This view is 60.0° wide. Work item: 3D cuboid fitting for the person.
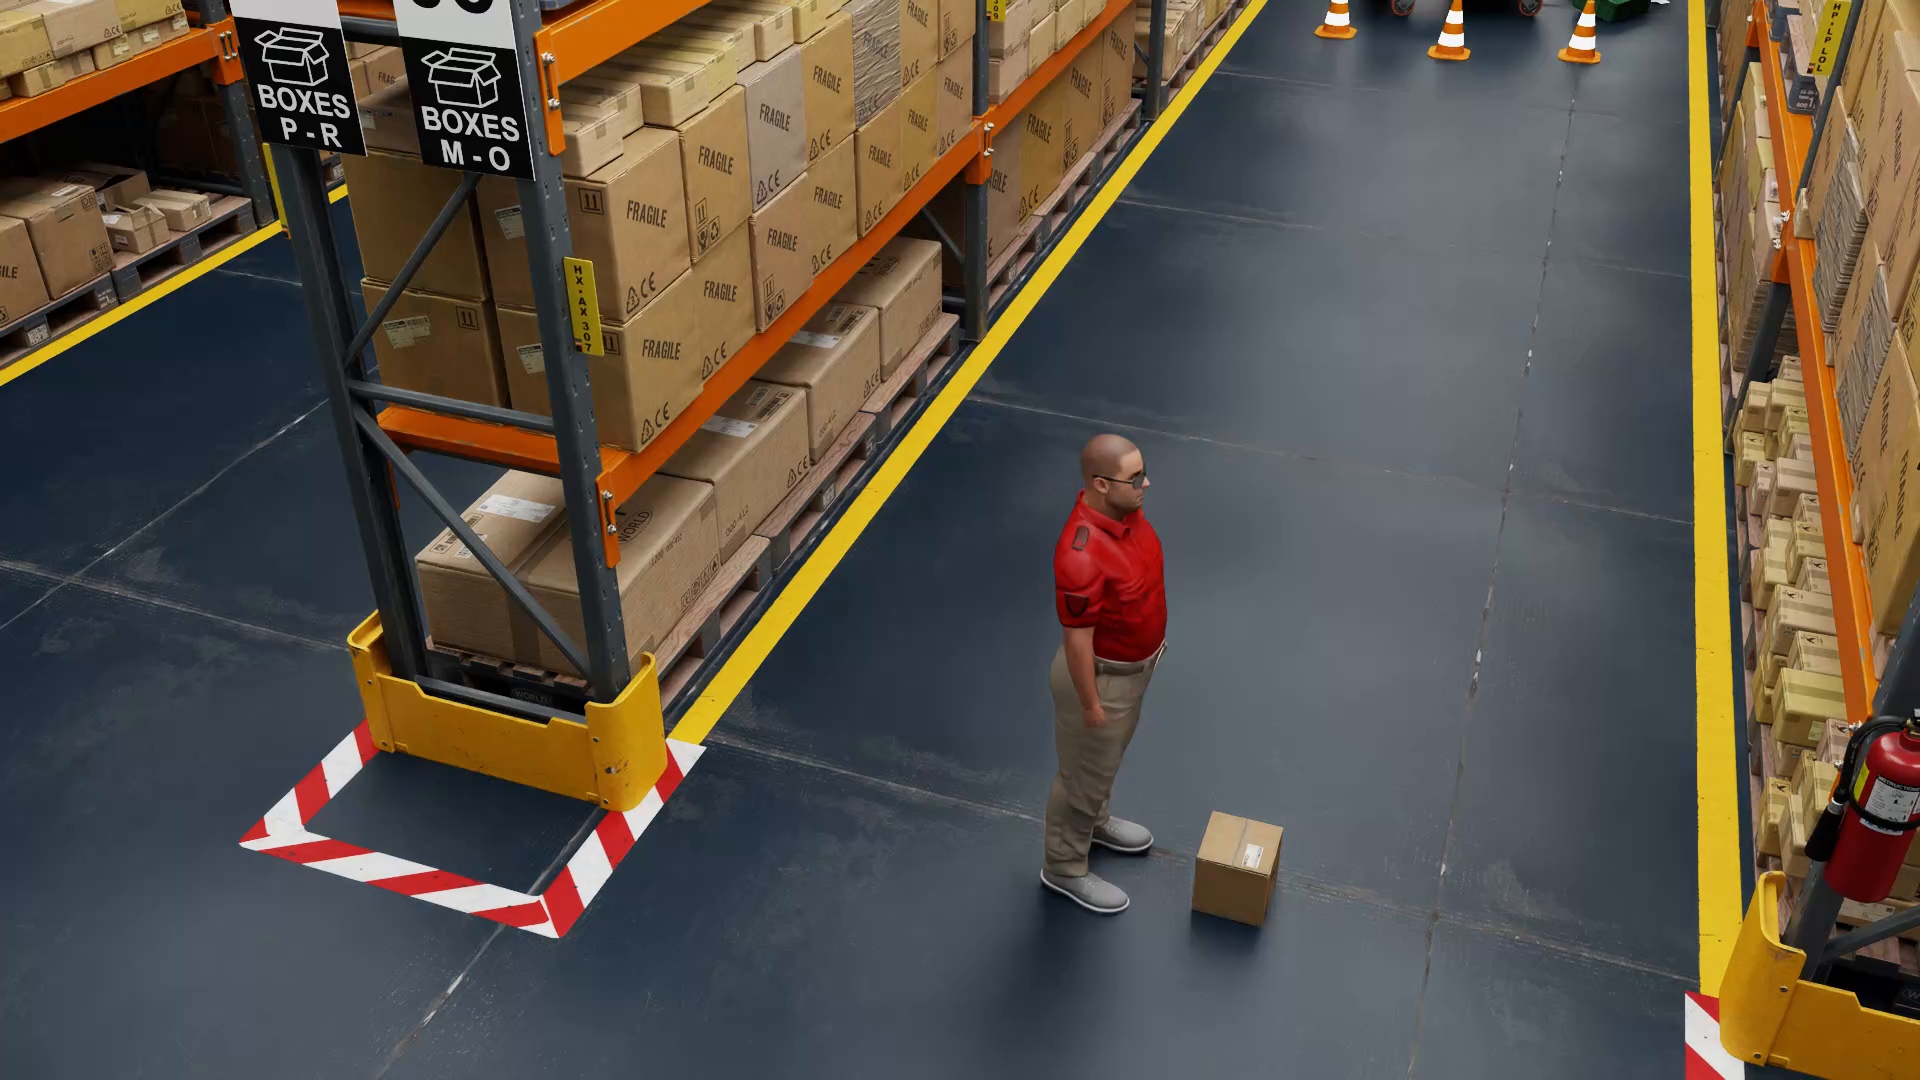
[{"bbox_3d":[0.503,0.427,5.508,0.361,1.730,0.529,12,35,17],"label":"person"}]
